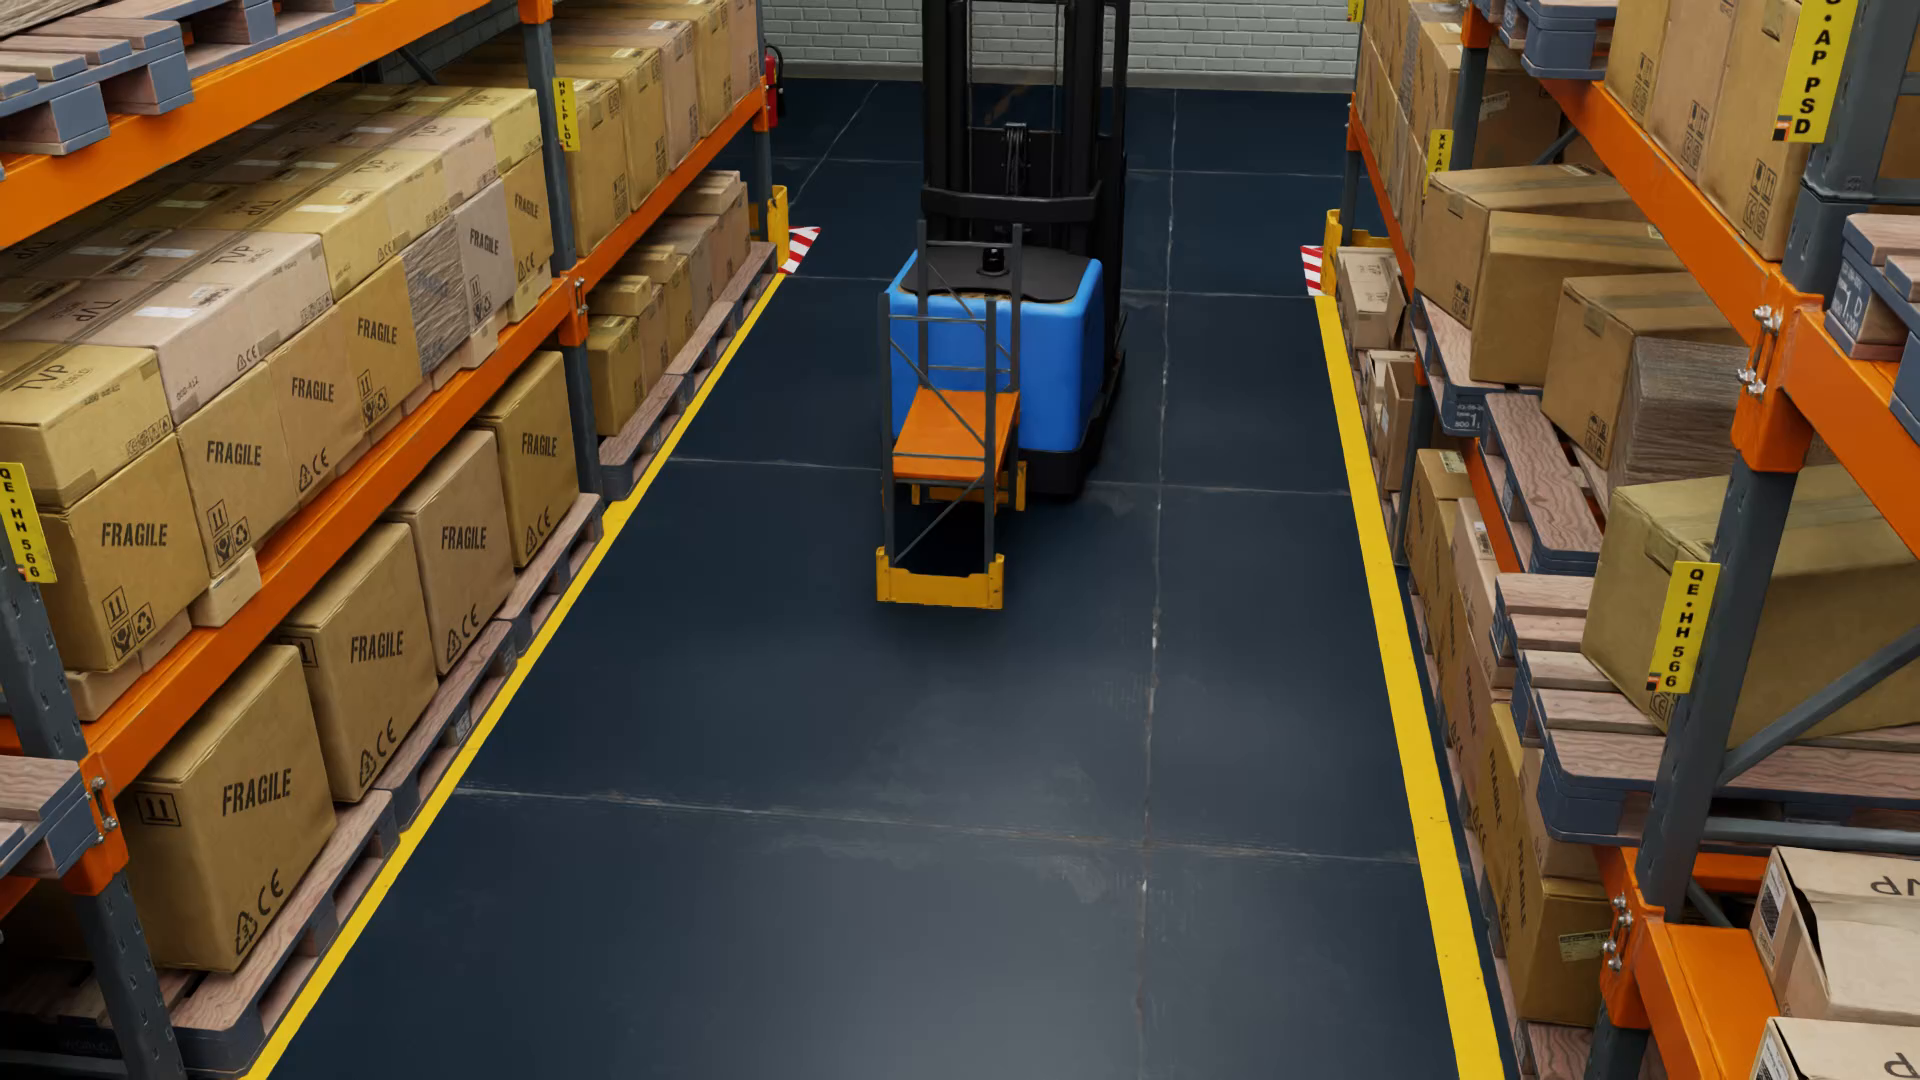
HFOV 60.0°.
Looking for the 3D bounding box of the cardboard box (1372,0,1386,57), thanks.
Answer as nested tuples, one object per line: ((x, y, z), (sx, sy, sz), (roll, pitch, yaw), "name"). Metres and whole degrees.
((2.712, -3.116, 9.712), (0.500, 0.500, 0.500), (4, 29, 7), "cardboard box")

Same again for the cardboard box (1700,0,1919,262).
((2.124, -0.878, 3.449), (0.910, 0.500, 0.500), (3, 28, 6), "cardboard box")

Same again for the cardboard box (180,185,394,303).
((-2.323, -1.034, 5.776), (0.500, 0.250, 0.500), (3, 28, 5), "cardboard box")

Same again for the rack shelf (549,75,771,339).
((-2.078, -2.100, 9.744), (1.077, 0.370, 4.000), (3, 28, 6), "rack shelf")

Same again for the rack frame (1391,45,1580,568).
((2.594, -1.189, 7.295), (1.000, 3.000, 0.127), (3, 28, 6), "rack frame")

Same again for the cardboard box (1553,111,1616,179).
((2.931, -1.879, 7.415), (0.500, 0.500, 0.500), (4, 29, 8), "cardboard box")

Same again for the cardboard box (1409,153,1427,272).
((2.401, -1.483, 7.735), (0.500, 0.500, 0.500), (4, 29, 7), "cardboard box")

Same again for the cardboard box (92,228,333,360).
((-2.379, -0.794, 5.330), (0.500, 0.250, 0.500), (4, 29, 7), "cardboard box")

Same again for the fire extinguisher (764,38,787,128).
((-1.356, -3.204, 11.509), (0.296, 0.674, 0.183), (3, 28, 6), "fire extinguisher")

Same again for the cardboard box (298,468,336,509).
((-2.413, -0.239, 5.775), (0.380, 0.149, 0.250), (4, 29, 7), "cardboard box")

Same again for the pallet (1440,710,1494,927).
((2.385, 1.000, 6.172), (1.003, 0.211, 1.213), (3, 28, 6), "pallet")

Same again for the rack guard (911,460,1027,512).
((0.045, -0.292, 8.528), (0.587, 0.250, 0.087), (4, 29, 7), "rack guard")

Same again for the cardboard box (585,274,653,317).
((-1.906, -1.342, 9.087), (0.380, 0.149, 0.250), (4, 29, 8), "cardboard box")

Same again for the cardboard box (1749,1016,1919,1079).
((1.802, 1.143, 3.060), (0.500, 0.311, 0.500), (3, 28, 6), "cardboard box")

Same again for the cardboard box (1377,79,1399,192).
((2.583, -2.208, 9.080), (0.500, 0.500, 0.500), (4, 29, 7), "cardboard box")

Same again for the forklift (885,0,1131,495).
((0.391, -2.202, 9.248), (1.130, 2.935, 3.031), (6, 29, 10), "forklift")

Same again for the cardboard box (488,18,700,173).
((-2.066, -2.548, 9.501), (0.980, 0.700, 0.700), (2, 28, 4), "cardboard box")

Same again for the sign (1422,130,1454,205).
((2.055, -1.598, 7.141), (0.100, 0.325, 0.005), (3, 28, 6), "sign")

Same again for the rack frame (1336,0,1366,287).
((3.084, -3.072, 10.789), (1.000, 3.000, 0.127), (3, 28, 6), "rack frame")

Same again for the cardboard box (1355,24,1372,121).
((2.768, -2.922, 10.406), (0.500, 0.500, 0.500), (4, 29, 7), "cardboard box")

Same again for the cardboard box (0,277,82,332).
((-2.948, -0.578, 4.930), (0.500, 0.250, 0.500), (2, 28, 5), "cardboard box")

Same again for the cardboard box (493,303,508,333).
((-2.167, -0.958, 7.110), (0.380, 0.149, 0.250), (4, 29, 8), "cardboard box")

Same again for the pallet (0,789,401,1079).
((-2.641, 1.269, 5.673), (1.003, 0.211, 1.213), (3, 28, 6), "pallet")

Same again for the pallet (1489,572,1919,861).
((2.117, 0.455, 4.445), (1.213, 0.211, 1.003), (3, 28, 6), "pallet")

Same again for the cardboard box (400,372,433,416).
((-2.282, -0.602, 6.449), (0.380, 0.149, 0.250), (3, 28, 5), "cardboard box")

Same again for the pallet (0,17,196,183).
((-2.787, -1.136, 4.232), (1.213, 0.211, 1.003), (5, 29, 9), "pallet")

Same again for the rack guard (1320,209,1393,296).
((3.075, -1.936, 11.316), (1.175, 0.500, 0.348), (3, 28, 6), "rack guard")

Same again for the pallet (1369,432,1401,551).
((2.679, -0.285, 8.556), (1.003, 0.211, 1.213), (3, 28, 6), "pallet")

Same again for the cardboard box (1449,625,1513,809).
((2.107, 0.656, 6.042), (0.500, 0.500, 0.500), (2, 28, 4), "cardboard box")

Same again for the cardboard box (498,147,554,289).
((-2.129, -1.427, 7.296), (0.500, 0.500, 0.500), (3, 28, 5), "cardboard box")

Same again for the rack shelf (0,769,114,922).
((-3.058, 1.666, 2.754), (1.077, 0.370, 4.000), (3, 28, 6), "rack shelf")

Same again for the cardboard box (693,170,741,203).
((-1.654, -2.322, 10.906), (0.380, 0.149, 0.250), (3, 28, 6), "cardboard box")

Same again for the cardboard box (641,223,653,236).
((-2.125, -1.987, 10.285), (0.380, 0.149, 0.250), (4, 29, 7), "cardboard box")

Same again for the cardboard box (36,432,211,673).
((-2.499, 0.010, 4.628), (0.500, 0.500, 0.500), (4, 29, 8), "cardboard box")

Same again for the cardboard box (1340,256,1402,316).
((2.675, -1.580, 10.456), (0.500, 0.250, 0.500), (3, 28, 6), "cardboard box")

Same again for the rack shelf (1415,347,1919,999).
((2.349, 0.069, 5.718), (1.077, 0.370, 4.000), (3, 28, 6), "rack shelf")

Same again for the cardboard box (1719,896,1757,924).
((2.502, 1.156, 5.113), (0.500, 0.500, 0.500), (2, 28, 4), "cardboard box")

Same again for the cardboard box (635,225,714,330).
((-1.941, -1.635, 10.315), (0.700, 0.500, 0.500), (2, 28, 5), "cardboard box")

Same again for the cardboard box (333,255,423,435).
((-2.308, -0.715, 5.974), (0.500, 0.500, 0.500), (4, 29, 8), "cardboard box")

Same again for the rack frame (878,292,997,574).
((-0.094, -0.365, 7.346), (0.500, 1.500, 0.032), (4, 29, 7), "rack frame")

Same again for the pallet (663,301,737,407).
((-2.005, -1.177, 10.212), (1.003, 0.211, 1.213), (3, 28, 6), "pallet")

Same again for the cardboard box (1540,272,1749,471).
((2.439, -0.583, 5.621), (0.700, 0.500, 0.500), (-4, 29, -7), "cardboard box")

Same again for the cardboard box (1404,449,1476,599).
((2.293, -0.069, 7.387), (0.500, 0.500, 0.500), (2, 28, 4), "cardboard box")

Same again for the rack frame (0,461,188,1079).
((-2.810, 0.408, 4.330), (0.949, 2.616, 0.053), (3, 28, 6), "rack frame")

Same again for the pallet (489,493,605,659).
((-2.343, 0.120, 7.805), (1.003, 0.211, 1.213), (3, 28, 6), "pallet")

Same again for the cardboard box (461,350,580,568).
((-2.273, -0.400, 7.654), (0.750, 0.750, 0.750), (4, 29, 7), "cardboard box")

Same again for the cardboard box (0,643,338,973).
((-2.593, 0.831, 5.369), (0.750, 0.750, 0.750), (3, 28, 6), "cardboard box")

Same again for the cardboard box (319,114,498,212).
((-2.198, -1.514, 6.667), (0.500, 0.250, 0.500), (4, 29, 7), "cardboard box")

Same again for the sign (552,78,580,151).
((-1.783, -1.923, 7.520), (0.100, 0.325, 0.005), (3, 28, 6), "sign")

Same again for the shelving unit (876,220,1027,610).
((-0.024, -0.608, 7.797), (0.587, 1.500, 1.083), (4, 29, 7), "shelving unit")

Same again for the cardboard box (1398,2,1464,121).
((2.521, -2.405, 8.392), (0.500, 0.500, 0.500), (4, 29, 7), "cardboard box")

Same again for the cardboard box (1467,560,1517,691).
((2.109, 0.308, 5.897), (0.500, 0.250, 0.500), (3, 28, 5), "cardboard box")

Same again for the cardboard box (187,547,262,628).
((-2.387, 0.130, 5.090), (0.380, 0.149, 0.250), (4, 29, 8), "cardboard box")

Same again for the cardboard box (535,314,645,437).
((-2.129, -0.906, 8.961), (0.700, 0.500, 0.500), (4, 29, 7), "cardboard box")

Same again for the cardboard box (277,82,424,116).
((-2.638, -1.788, 7.175), (0.500, 0.250, 0.500), (4, 29, 8), "cardboard box")

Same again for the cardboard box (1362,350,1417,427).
((2.474, -0.837, 9.012), (0.500, 0.311, 0.500), (3, 28, 6), "cardboard box")
